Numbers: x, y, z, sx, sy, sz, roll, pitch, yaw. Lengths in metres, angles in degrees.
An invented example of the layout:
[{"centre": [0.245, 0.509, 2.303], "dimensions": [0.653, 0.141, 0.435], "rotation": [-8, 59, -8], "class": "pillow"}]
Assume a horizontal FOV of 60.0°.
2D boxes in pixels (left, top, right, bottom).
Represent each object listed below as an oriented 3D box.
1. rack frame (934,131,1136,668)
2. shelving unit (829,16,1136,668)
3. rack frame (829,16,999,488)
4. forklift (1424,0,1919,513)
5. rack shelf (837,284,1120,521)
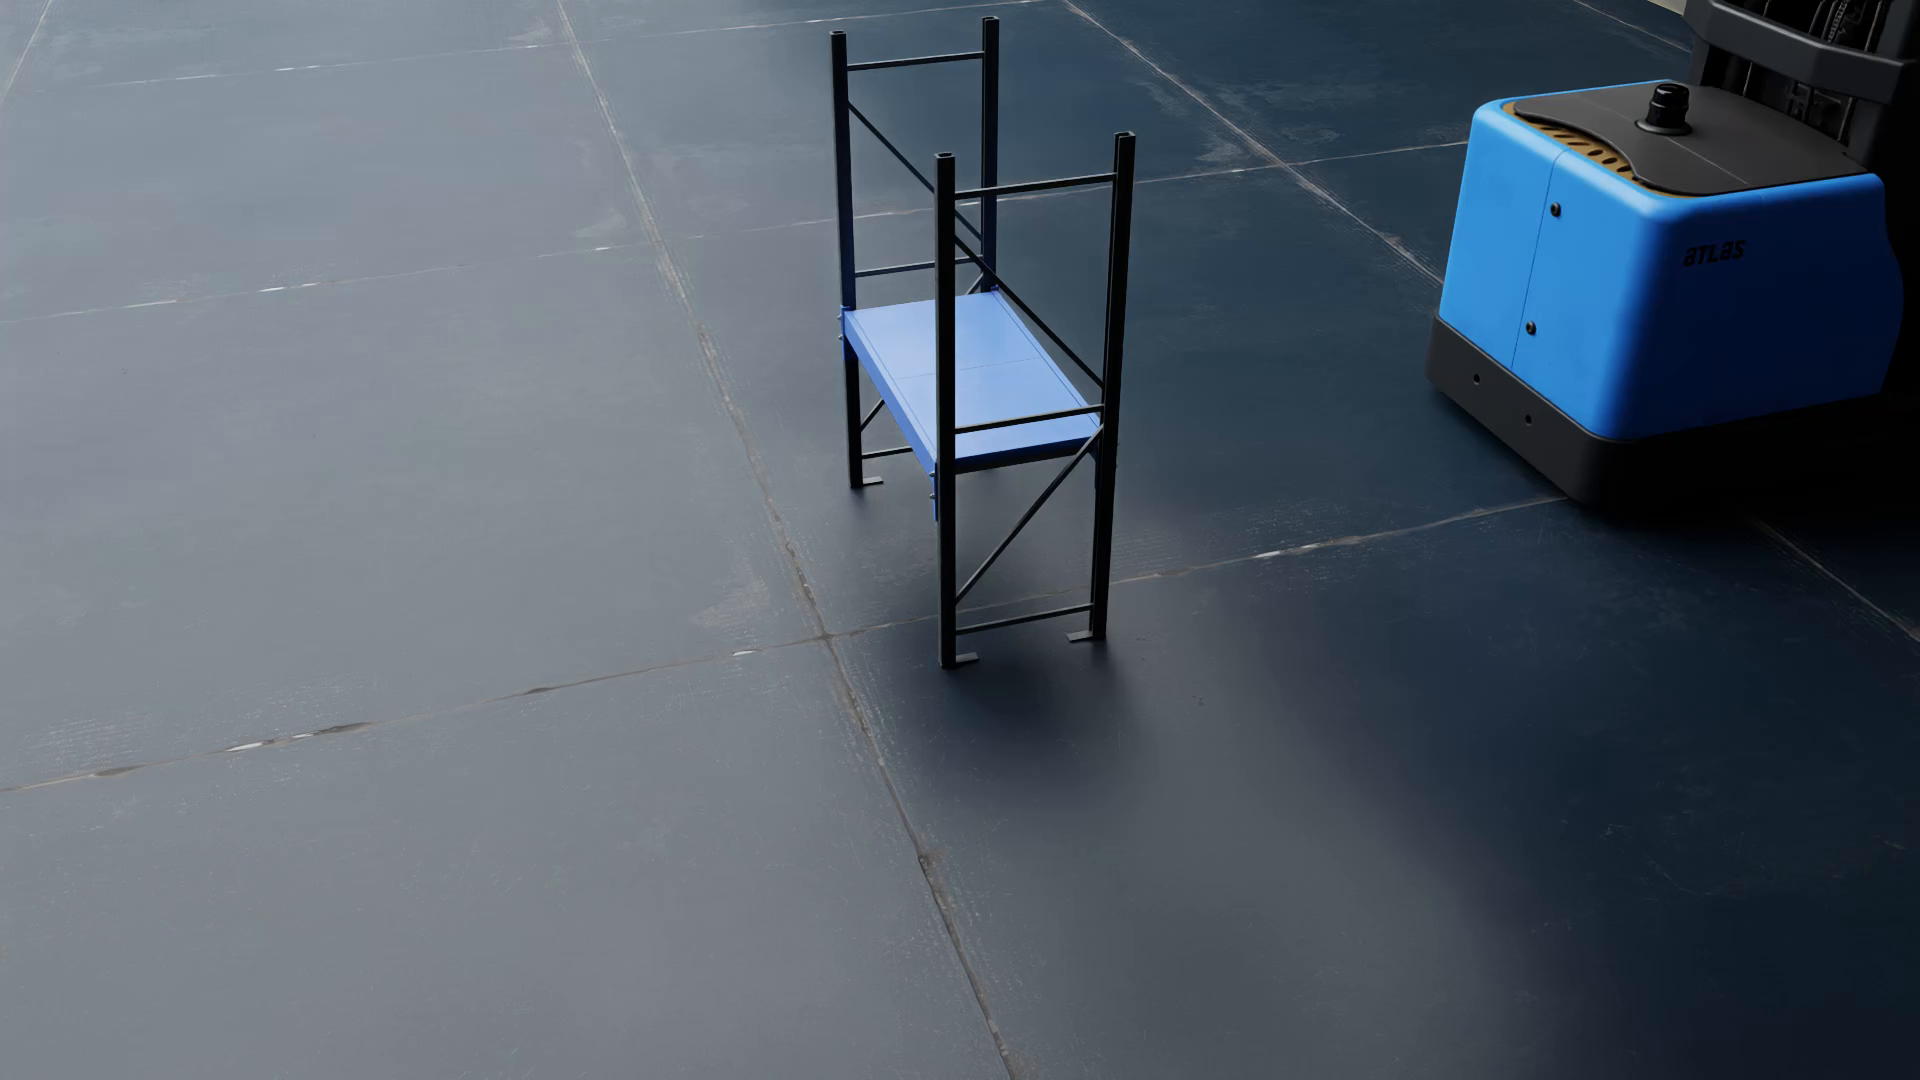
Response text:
[{"centre": [0.181, -0.314, 4.365], "dimensions": [0.500, 1.500, 0.032], "rotation": [-10, 35, -15], "class": "rack frame"}, {"centre": [0.026, -0.581, 4.769], "dimensions": [0.538, 1.500, 1.048], "rotation": [-10, 35, -15], "class": "shelving unit"}, {"centre": [-0.129, -0.848, 5.173], "dimensions": [0.500, 1.500, 0.032], "rotation": [-10, 35, -15], "class": "rack frame"}, {"centre": [3.257, -1.786, 5.295], "dimensions": [3.031, 2.935, 1.130], "rotation": [-10, 35, -15], "class": "forklift"}, {"centre": [0.026, -0.431, 4.868], "dimensions": [0.538, 0.185, 1.000], "rotation": [-10, 35, -15], "class": "rack shelf"}]
